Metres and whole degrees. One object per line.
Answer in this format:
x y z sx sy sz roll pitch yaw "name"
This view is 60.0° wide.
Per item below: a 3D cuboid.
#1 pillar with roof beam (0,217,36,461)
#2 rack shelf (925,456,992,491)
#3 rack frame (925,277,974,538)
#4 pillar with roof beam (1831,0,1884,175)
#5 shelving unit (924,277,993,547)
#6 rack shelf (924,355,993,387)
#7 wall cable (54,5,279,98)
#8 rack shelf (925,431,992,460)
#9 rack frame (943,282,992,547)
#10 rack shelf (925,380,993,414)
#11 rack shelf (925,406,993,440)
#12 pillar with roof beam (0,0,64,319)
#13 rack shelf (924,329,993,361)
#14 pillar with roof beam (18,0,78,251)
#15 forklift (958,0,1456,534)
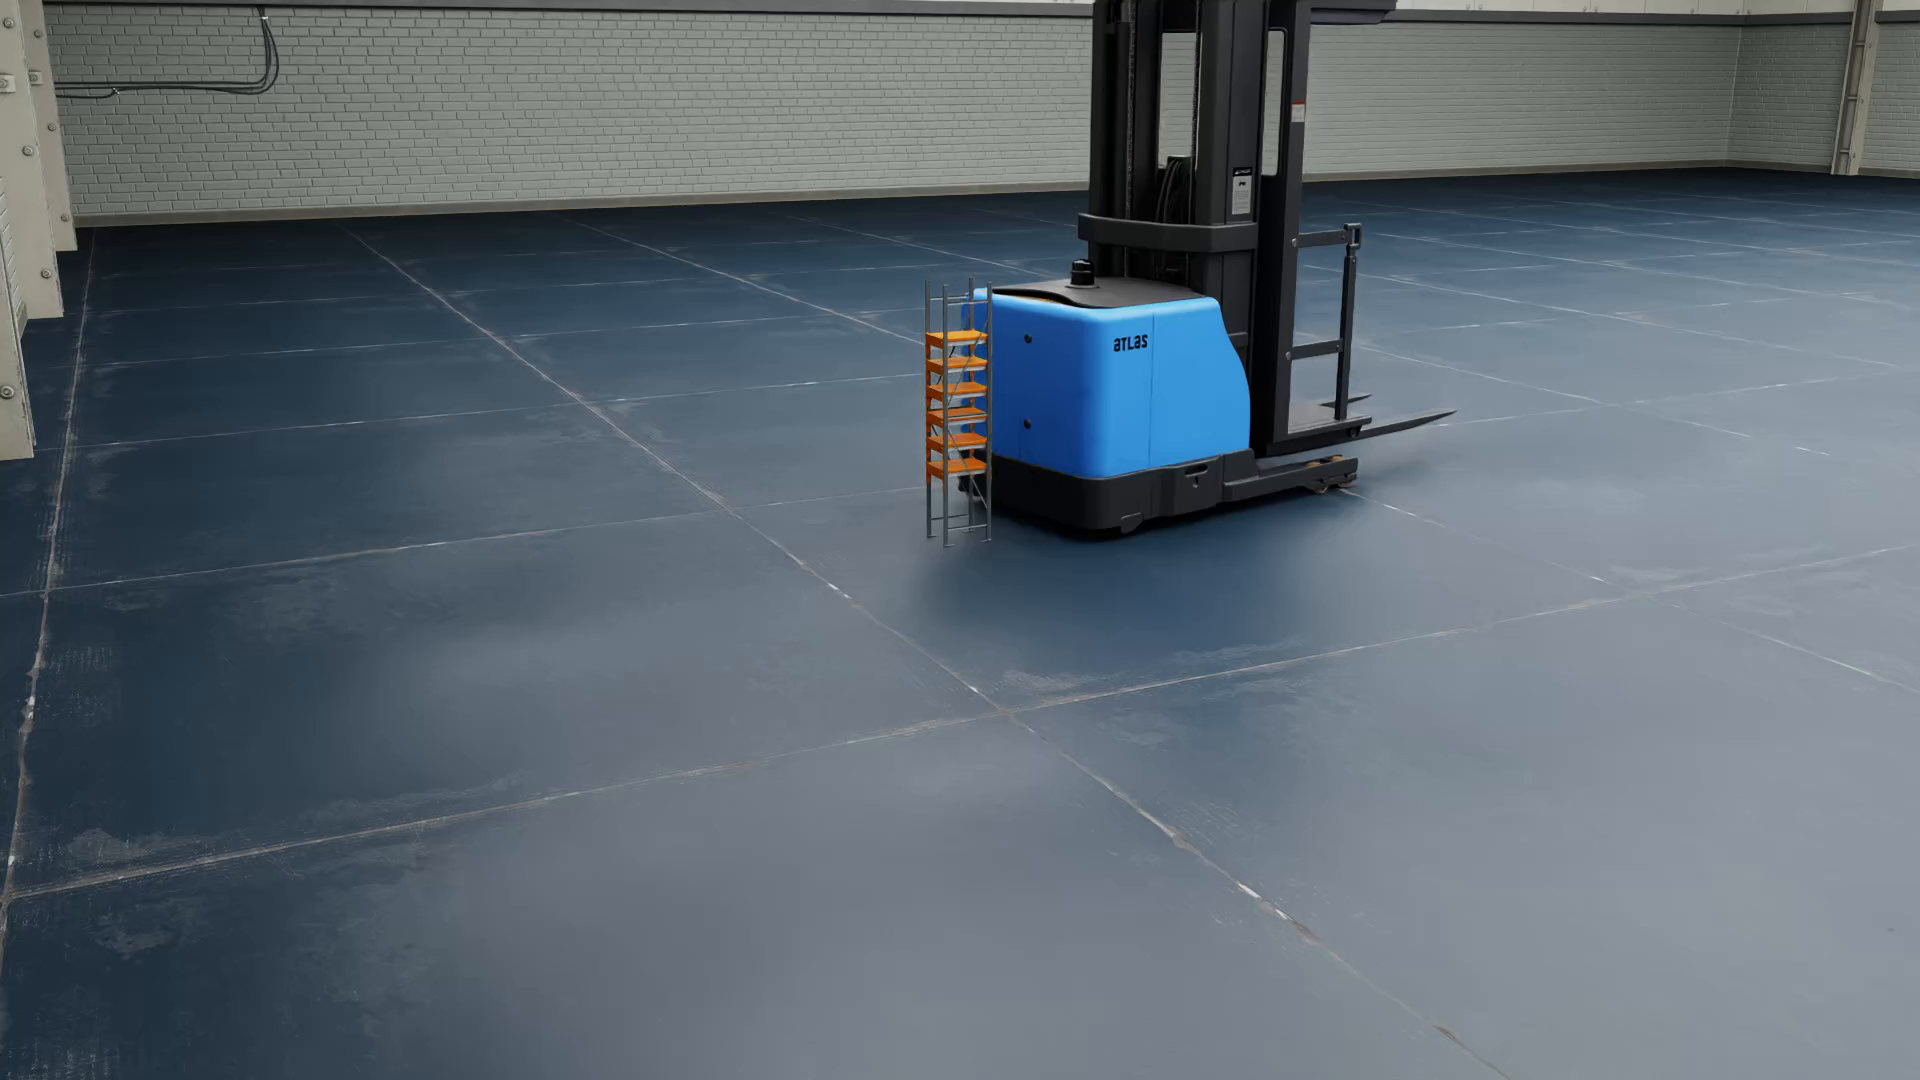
-1.578 -5.341 10.047 9.100 9.000 0.400 -8 18 -25 "pillar with roof beam"
-0.006 -0.307 7.676 0.258 0.103 0.180 -8 18 -25 "rack shelf"
-0.046 -0.603 7.677 0.240 1.200 0.006 -8 18 -25 "rack frame"
13.741 -11.082 30.054 9.100 9.000 0.400 -8 18 -25 "pillar with roof beam"
-0.006 -0.580 7.598 0.258 1.200 0.189 -8 18 -25 "shelving unit"
-0.006 -0.768 7.544 0.258 0.103 0.180 -8 18 -25 "rack shelf"
-10.807 -7.194 22.133 3.097 2.526 0.112 -8 18 -25 "wall cable"
-0.006 -0.422 7.643 0.258 0.103 0.180 -8 18 -25 "rack shelf"
0.034 -0.558 7.519 0.240 1.200 0.006 -8 18 -25 "rack frame"
-0.006 -0.653 7.577 0.258 0.103 0.180 -8 18 -25 "rack shelf"
-0.006 -0.538 7.610 0.258 0.103 0.180 -8 18 -25 "rack shelf"
-4.207 -6.828 15.231 9.100 9.000 0.400 -8 18 -25 "pillar with roof beam"
-0.006 -0.884 7.511 0.258 0.103 0.180 -8 18 -25 "rack shelf"
-6.835 -8.316 20.415 9.100 9.000 0.400 -8 18 -25 "pillar with roof beam"
1.457 -1.748 8.527 3.031 2.935 1.130 -12 20 -37 "forklift"
